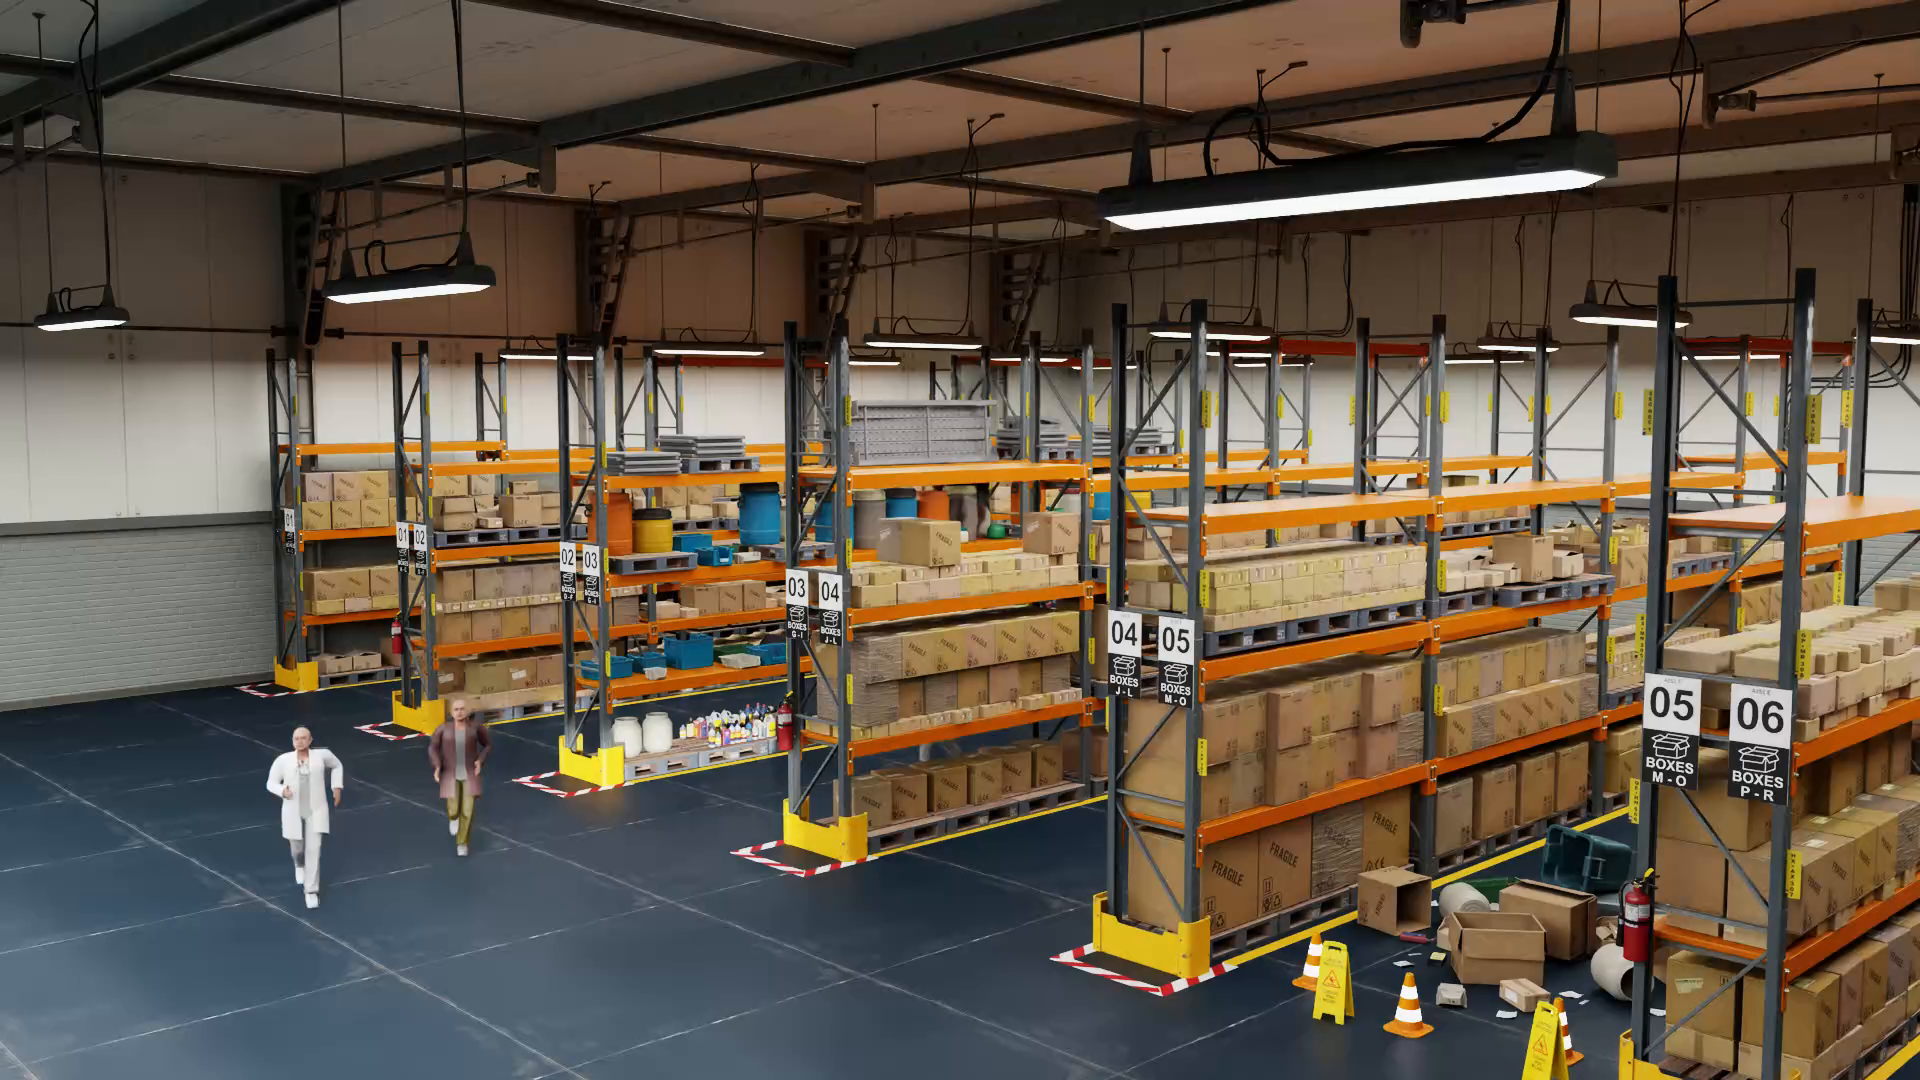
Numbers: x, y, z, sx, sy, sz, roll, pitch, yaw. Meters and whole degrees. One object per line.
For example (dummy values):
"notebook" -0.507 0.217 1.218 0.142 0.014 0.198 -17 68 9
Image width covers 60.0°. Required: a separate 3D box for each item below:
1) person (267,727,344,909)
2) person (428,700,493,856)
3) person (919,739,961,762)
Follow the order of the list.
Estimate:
"person" -6.695 2.784 17.017 0.727 1.737 1.154 -2 5 -18
"person" -5.662 2.671 18.888 0.709 1.733 0.690 -1 5 -17
"person" -0.337 2.350 22.905 0.617 1.668 0.837 4 6 38
